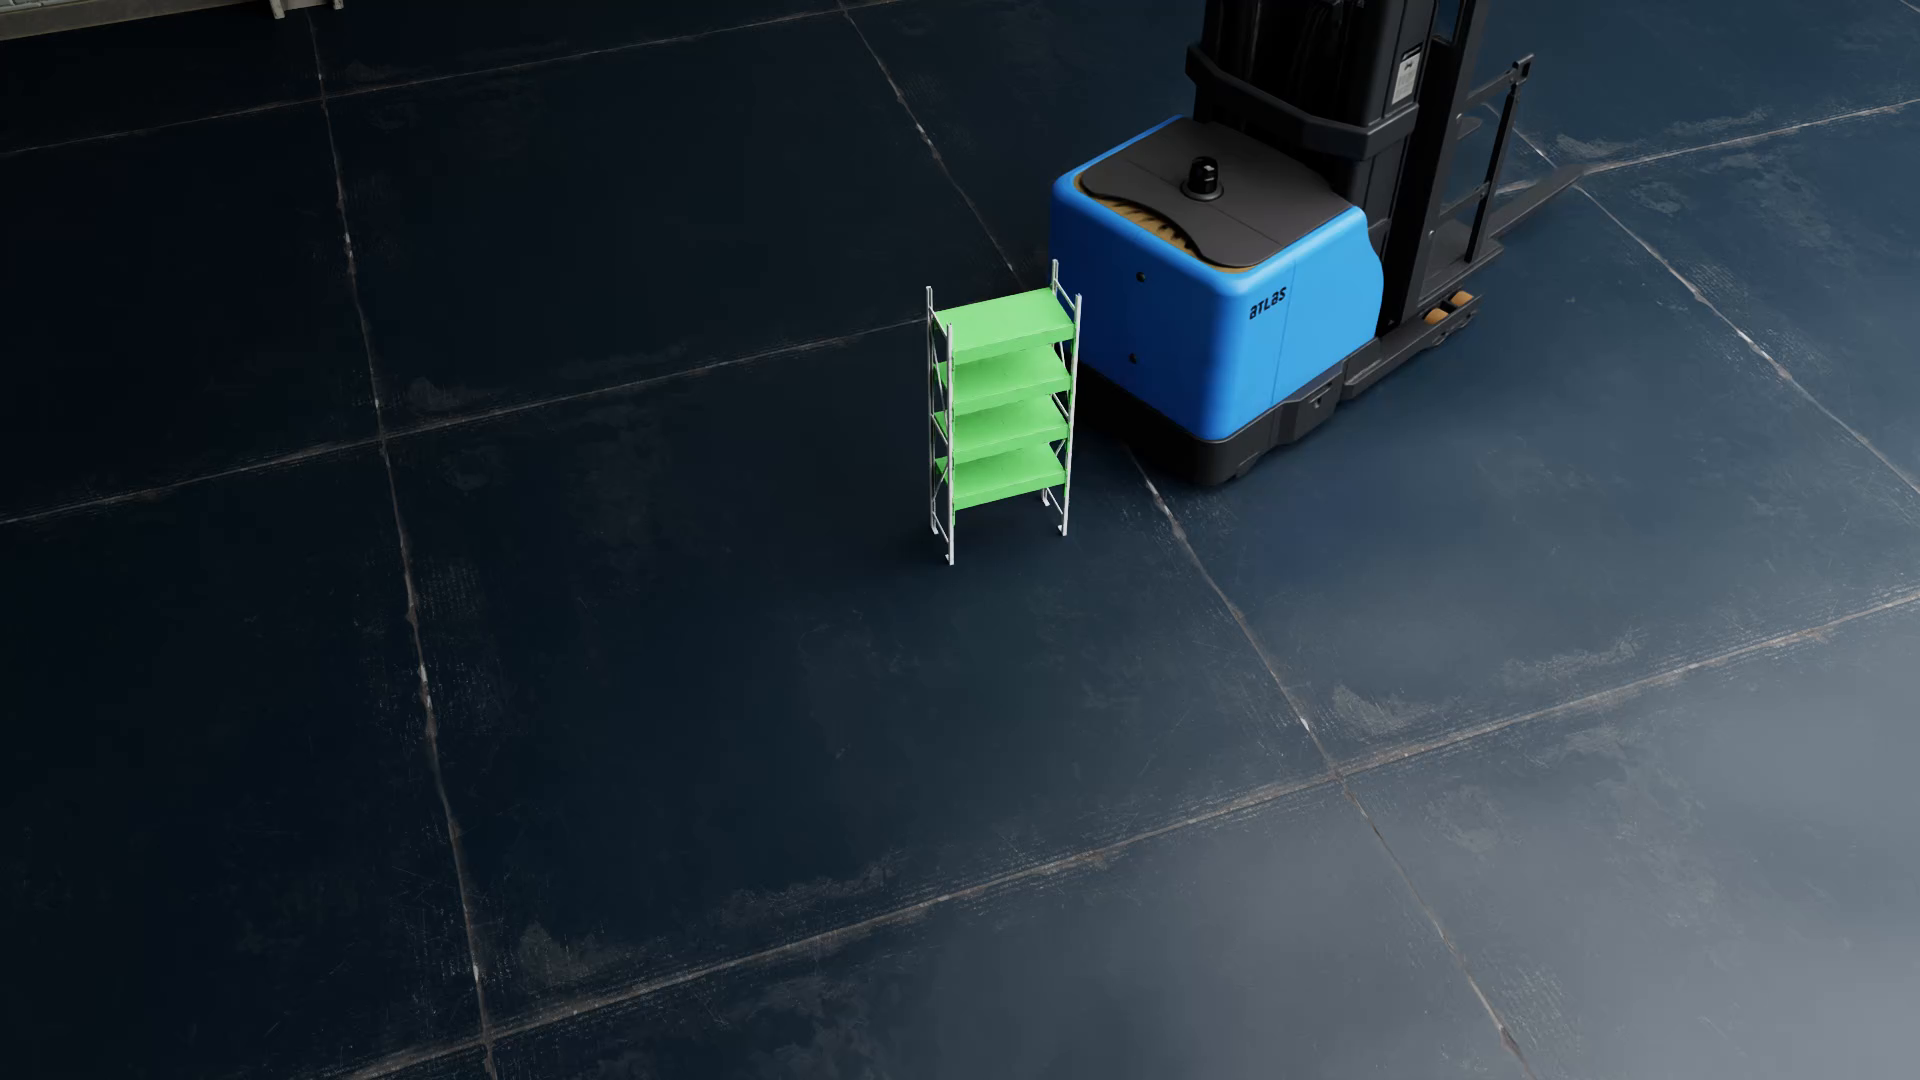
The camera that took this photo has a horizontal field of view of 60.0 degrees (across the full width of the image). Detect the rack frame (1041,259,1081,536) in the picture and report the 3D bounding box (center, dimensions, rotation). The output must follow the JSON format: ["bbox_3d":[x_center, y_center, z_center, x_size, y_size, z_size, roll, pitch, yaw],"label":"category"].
[{"bbox_3d":[0.385,-0.522,6.423,0.015,1.200,0.240,-14,47,-14],"label":"rack frame"}]

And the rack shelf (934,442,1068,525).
[{"bbox_3d":[0.156,-0.249,6.580,0.480,0.148,0.258,-14,47,-14],"label":"rack shelf"}]

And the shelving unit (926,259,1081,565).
[{"bbox_3d":[0.156,-0.463,6.365,0.503,1.200,0.258,-14,47,-14],"label":"shelving unit"}]

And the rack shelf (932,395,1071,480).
[{"bbox_3d":[0.156,-0.418,6.410,0.480,0.148,0.258,-14,47,-14],"label":"rack shelf"}]

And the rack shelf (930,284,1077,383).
[{"bbox_3d":[0.156,-0.757,6.070,0.480,0.148,0.258,-14,47,-14],"label":"rack shelf"}]

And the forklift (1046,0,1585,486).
[{"bbox_3d":[1.776,-2.175,6.848,3.031,2.935,1.130,-33,54,-29],"label":"forklift"}]

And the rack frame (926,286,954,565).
[{"bbox_3d":[-0.074,-0.405,6.306,0.015,1.200,0.240,-14,47,-14],"label":"rack frame"}]

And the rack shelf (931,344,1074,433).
[{"bbox_3d":[0.156,-0.588,6.240,0.480,0.148,0.258,-14,47,-14],"label":"rack shelf"}]
